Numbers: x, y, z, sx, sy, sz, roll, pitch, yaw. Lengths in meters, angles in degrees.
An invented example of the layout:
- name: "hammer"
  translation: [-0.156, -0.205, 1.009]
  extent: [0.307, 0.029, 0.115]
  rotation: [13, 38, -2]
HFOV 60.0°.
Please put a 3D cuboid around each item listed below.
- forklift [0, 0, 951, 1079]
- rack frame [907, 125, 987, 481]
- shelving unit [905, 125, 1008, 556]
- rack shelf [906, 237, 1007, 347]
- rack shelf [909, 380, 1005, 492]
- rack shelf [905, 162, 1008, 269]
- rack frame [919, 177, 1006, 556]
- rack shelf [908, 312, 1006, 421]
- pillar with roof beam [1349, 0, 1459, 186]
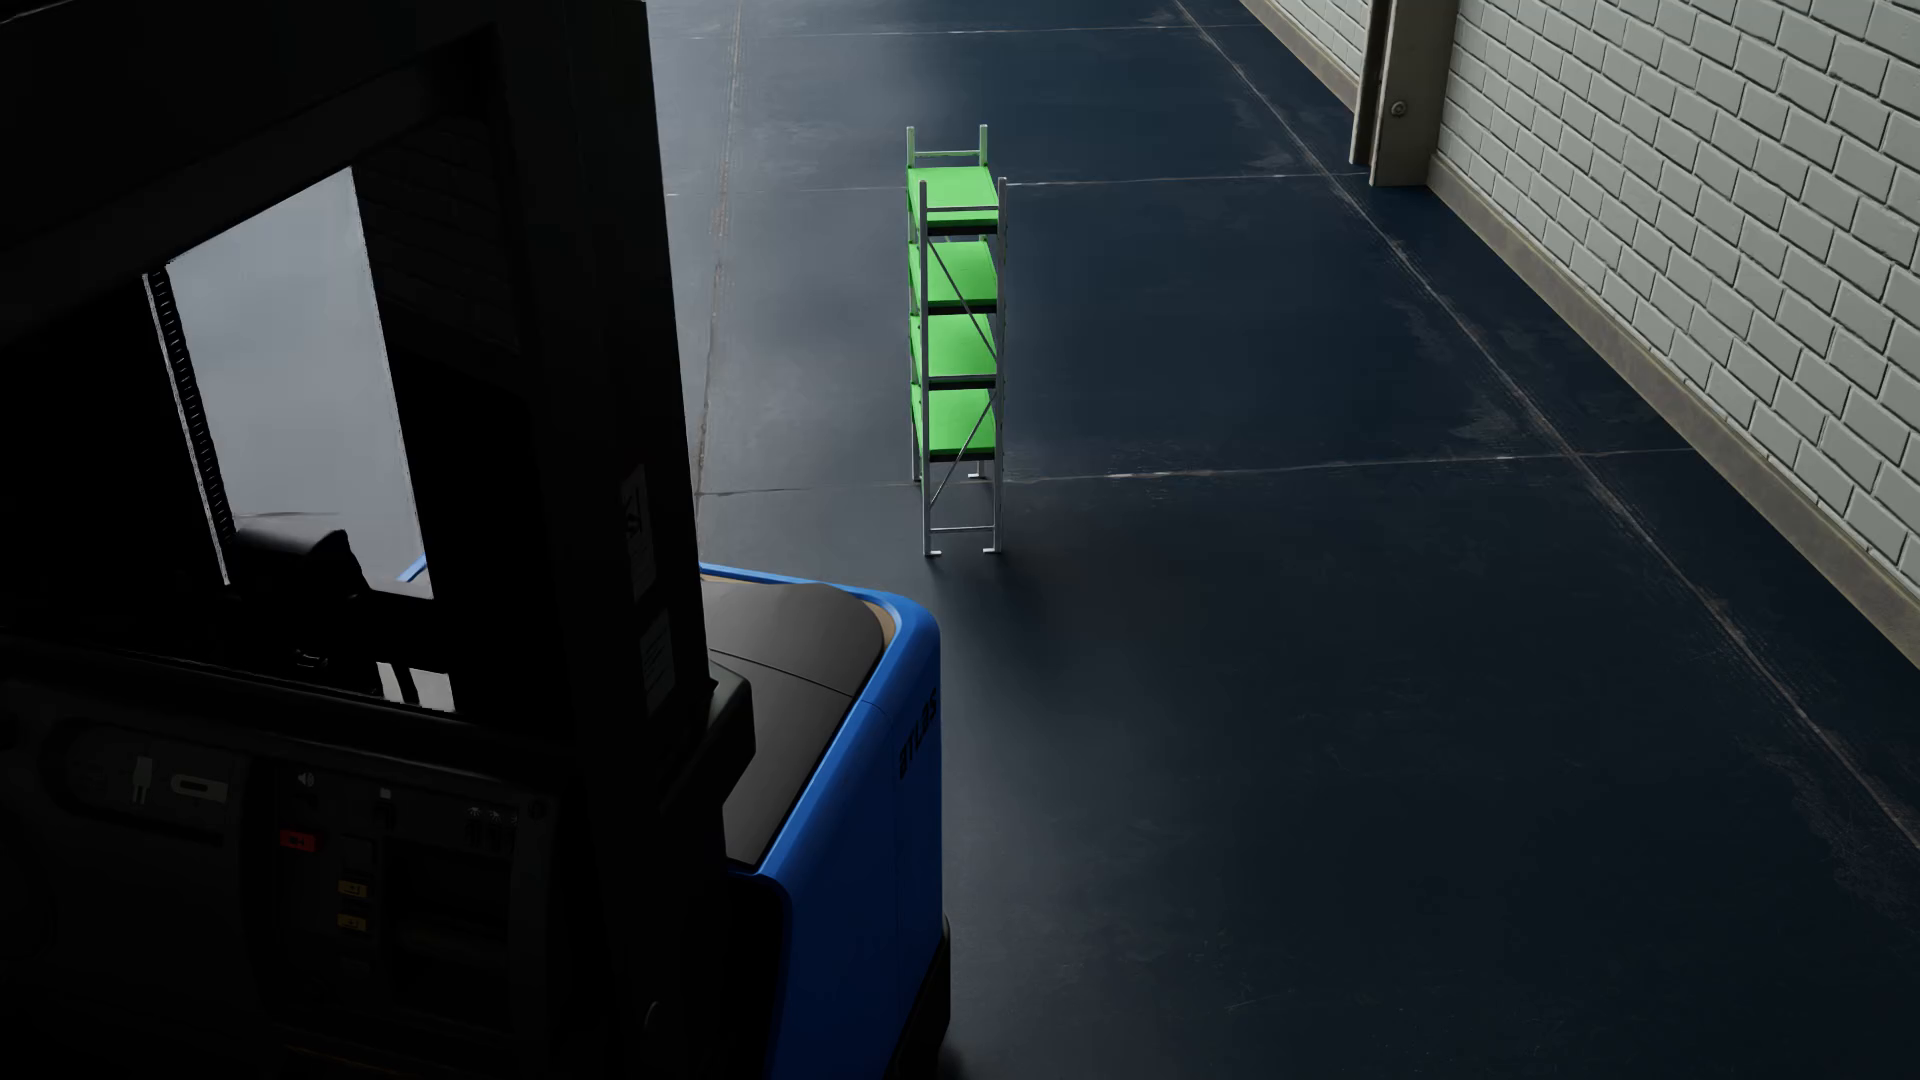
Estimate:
- name: "forklift"
  translation: [-0.925, 0.422, 1.685]
  extent: [1.130, 2.935, 3.031]
  rotation: [9, 32, 14]
- name: "rack frame"
  translation: [-0.038, -0.724, 5.292]
  extent: [0.240, 1.200, 0.015]
  rotation: [-3, 31, -5]
- name: "shelving unit"
  translation: [-0.016, -0.600, 5.084]
  extent: [0.258, 1.200, 0.503]
  rotation: [-3, 31, -5]
- name: "rack shelf"
  translation: [-0.016, -0.751, 4.994]
  extent: [0.258, 0.148, 0.480]
  rotation: [-3, 31, -5]
- name: "rack shelf"
  translation: [-0.015, -0.339, 5.240]
  extent: [0.258, 0.148, 0.480]
  rotation: [-3, 31, -5]
- name: "rack shelf"
  translation: [-0.016, -0.957, 4.870]
  extent: [0.258, 0.148, 0.480]
  rotation: [-3, 31, -5]
- name: "rack frame"
  translation: [0.007, -0.475, 4.875]
  extent: [0.240, 1.200, 0.015]
  rotation: [-3, 31, -5]
- name: "rack shelf"
  translation: [-0.016, -0.545, 5.117]
  extent: [0.258, 0.148, 0.480]
  rotation: [-3, 31, -5]
- name: "pillar with roof beam"
  translation: [-2.130, -5.499, 5.681]
  extent: [9.100, 9.000, 0.400]
  rotation: [-3, 31, -5]
